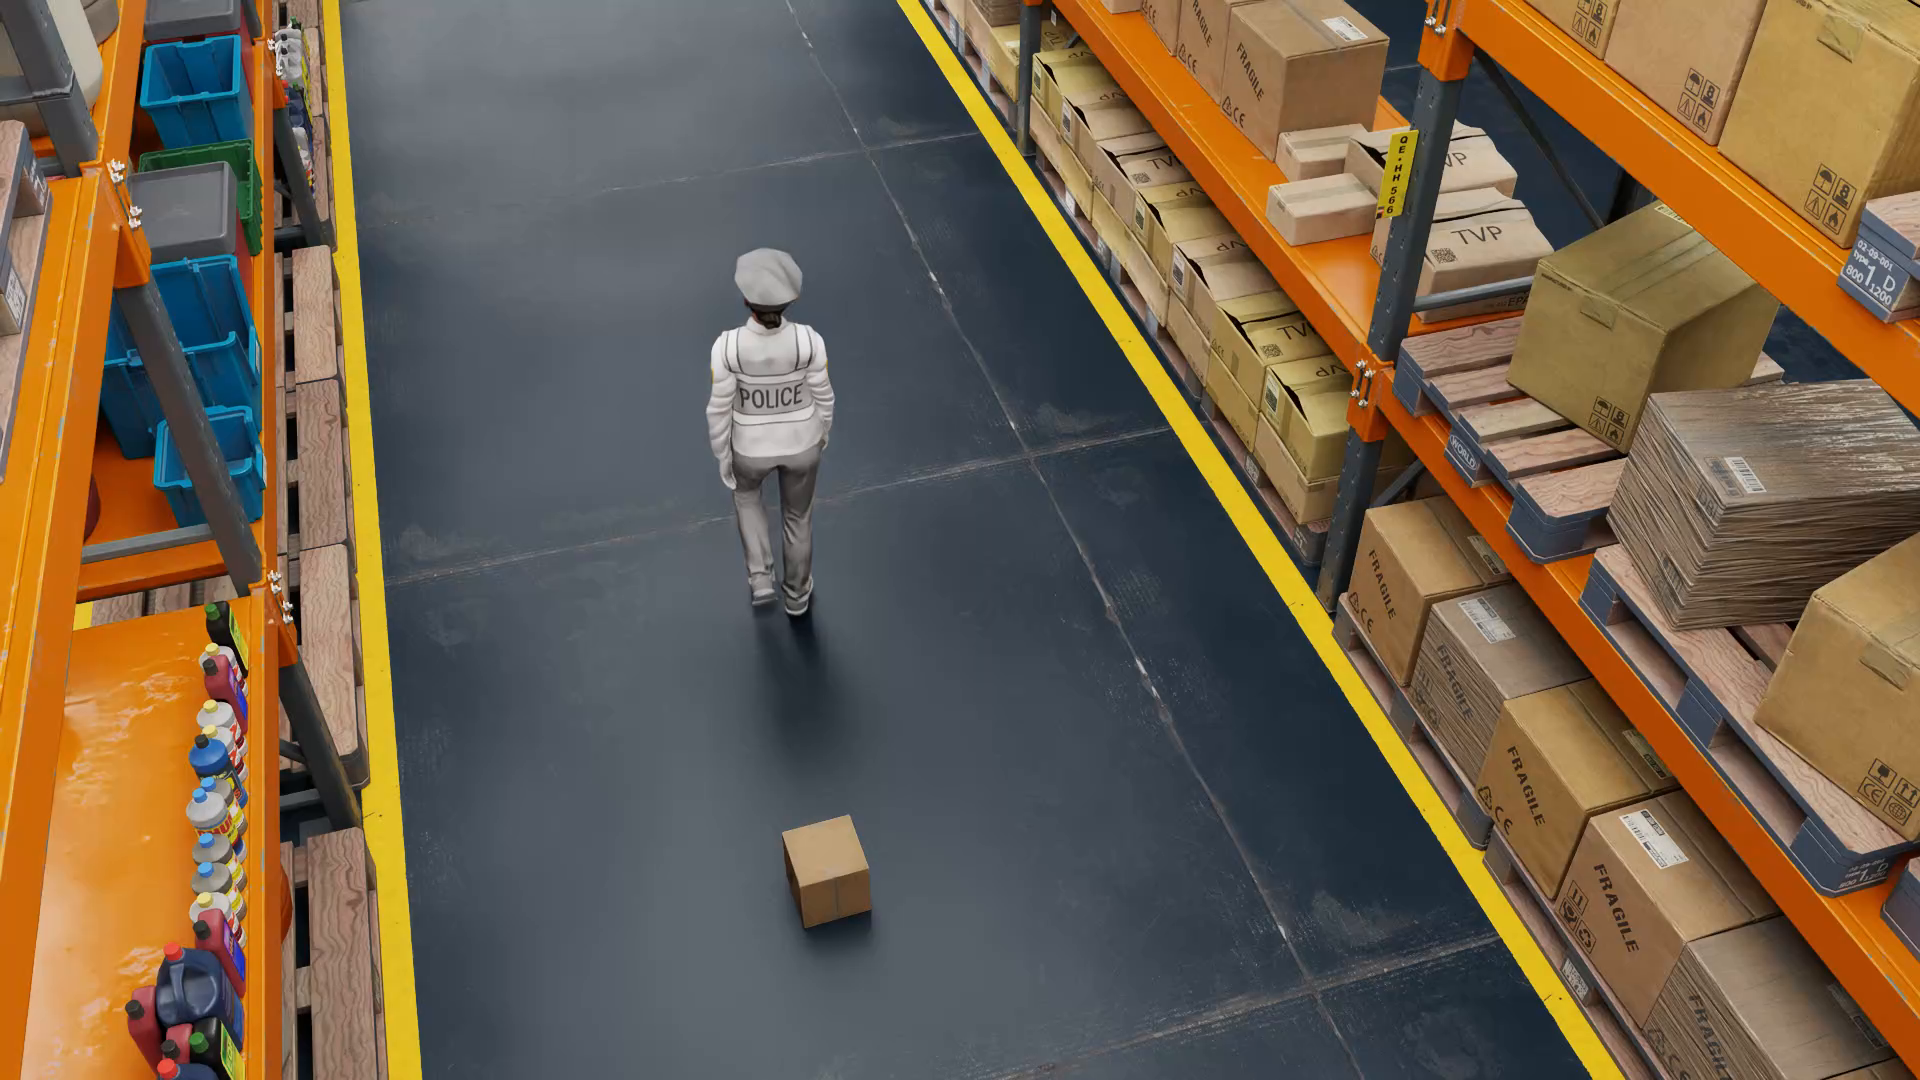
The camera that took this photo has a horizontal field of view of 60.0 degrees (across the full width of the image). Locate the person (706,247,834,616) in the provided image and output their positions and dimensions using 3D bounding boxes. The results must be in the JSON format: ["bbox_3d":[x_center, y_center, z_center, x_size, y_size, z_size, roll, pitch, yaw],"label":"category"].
[{"bbox_3d":[-0.728,-0.384,6.528,0.492,1.687,0.424,-4,43,-5],"label":"person"}]
